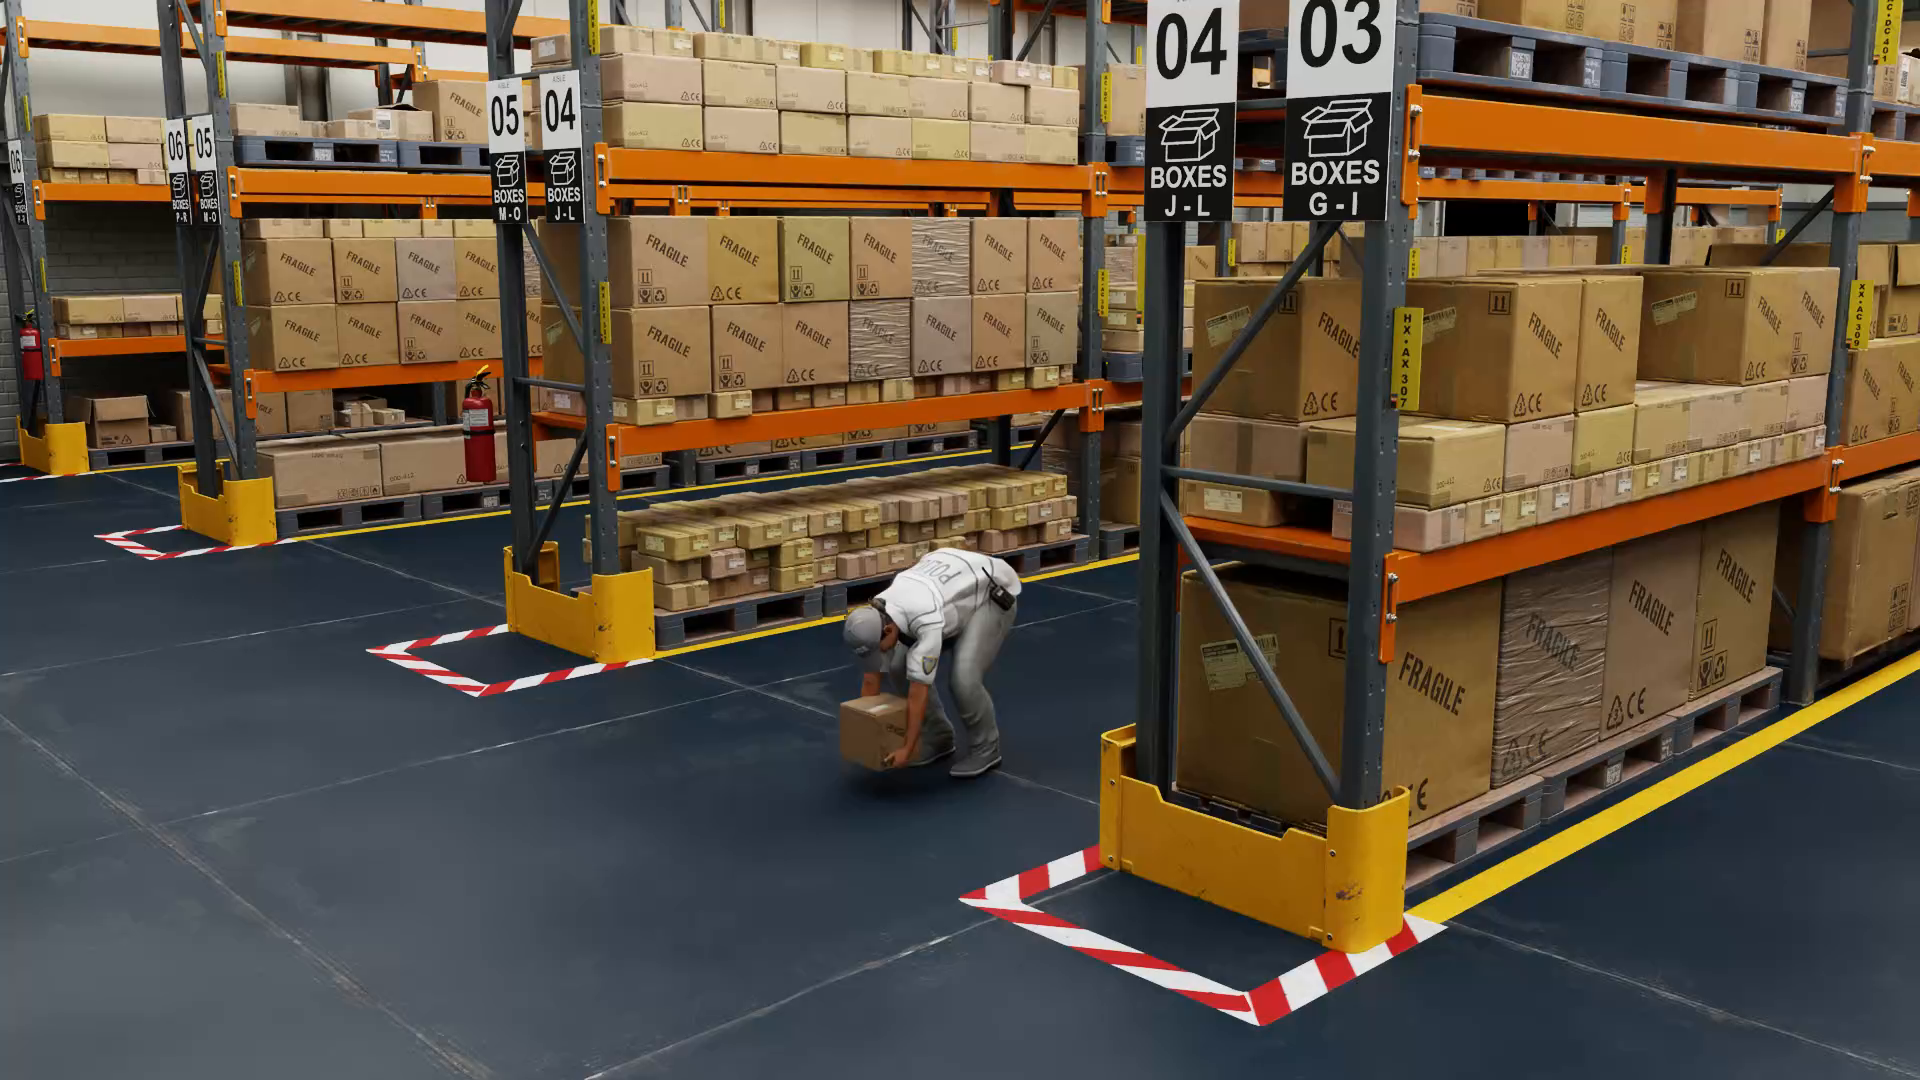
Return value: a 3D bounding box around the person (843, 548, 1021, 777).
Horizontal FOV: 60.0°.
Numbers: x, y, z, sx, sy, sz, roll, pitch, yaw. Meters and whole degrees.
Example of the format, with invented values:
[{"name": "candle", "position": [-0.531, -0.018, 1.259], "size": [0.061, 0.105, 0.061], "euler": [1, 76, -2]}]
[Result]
[{"name": "person", "position": [-0.137, 0.557, 7.324], "size": [0.498, 0.978, 0.943], "euler": [10, 15, 43]}]
